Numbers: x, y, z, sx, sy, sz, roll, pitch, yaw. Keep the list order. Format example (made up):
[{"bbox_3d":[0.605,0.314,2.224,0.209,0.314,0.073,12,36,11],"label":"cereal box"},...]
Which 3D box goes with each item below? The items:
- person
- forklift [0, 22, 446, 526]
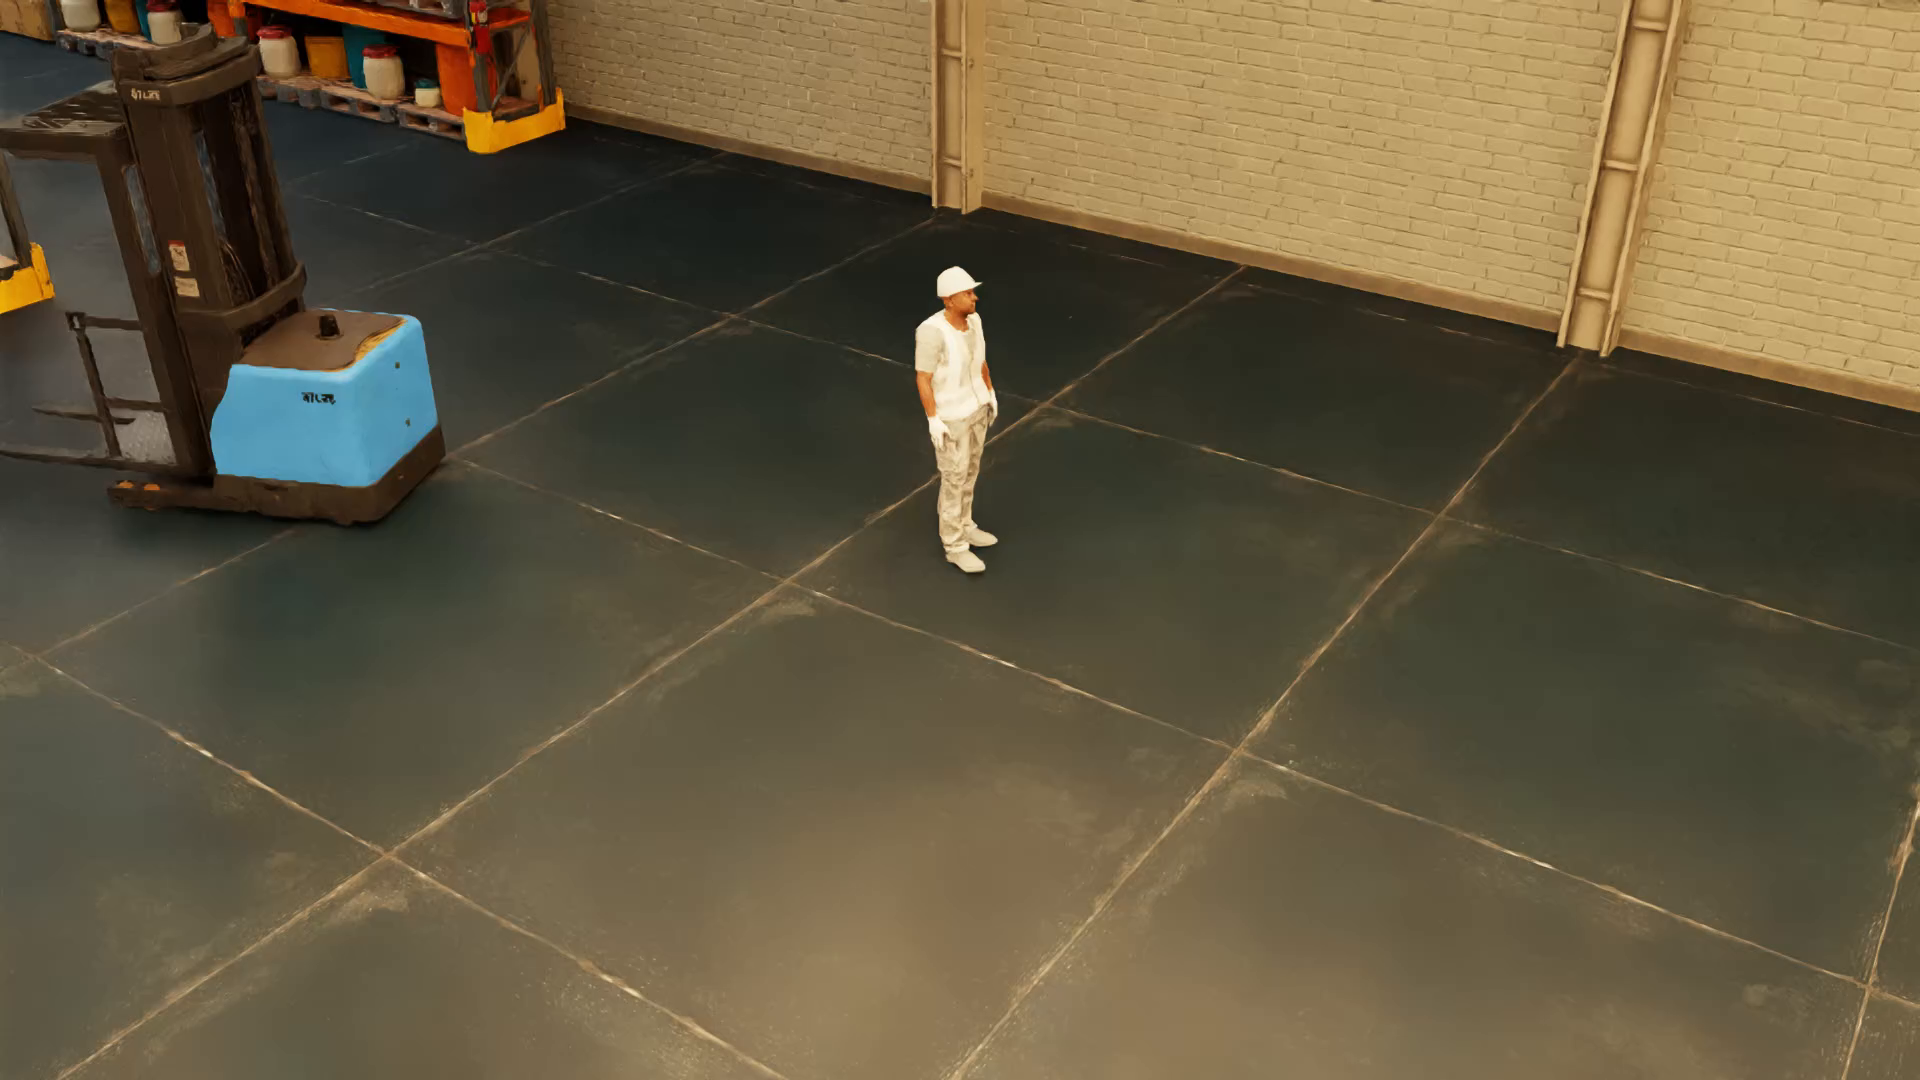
[{"bbox_3d":[0.055,-0.753,10.008,0.576,1.782,0.655,19,35,29],"label":"person"},{"bbox_3d":[-5.082,-1.716,10.537,3.031,2.935,1.130,6,31,9],"label":"forklift"}]
